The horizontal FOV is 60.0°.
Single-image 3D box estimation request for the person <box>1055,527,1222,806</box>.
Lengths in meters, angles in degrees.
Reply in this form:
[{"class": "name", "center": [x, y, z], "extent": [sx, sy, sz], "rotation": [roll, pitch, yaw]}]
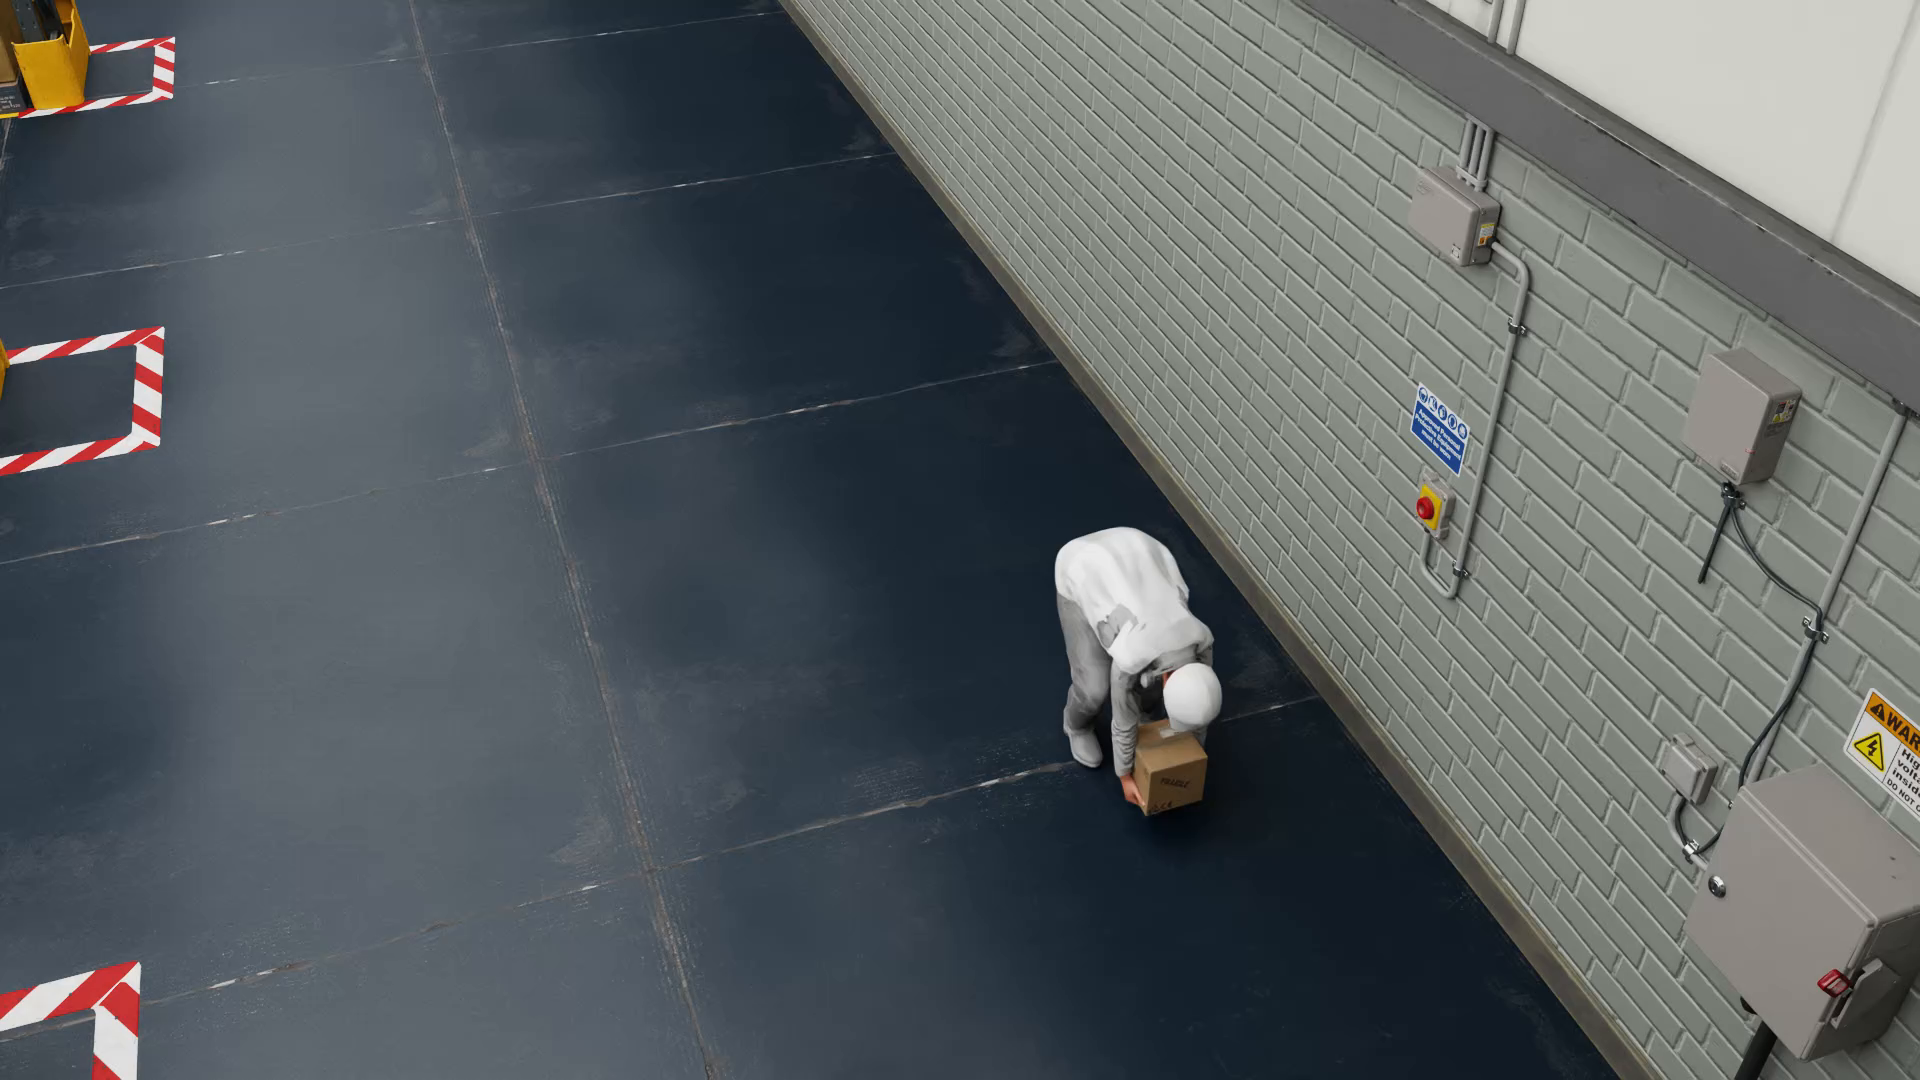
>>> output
[{"class": "person", "center": [0.729, 0.552, 6.643], "extent": [0.495, 1.041, 1.005], "rotation": [-14, 40, -18]}]
